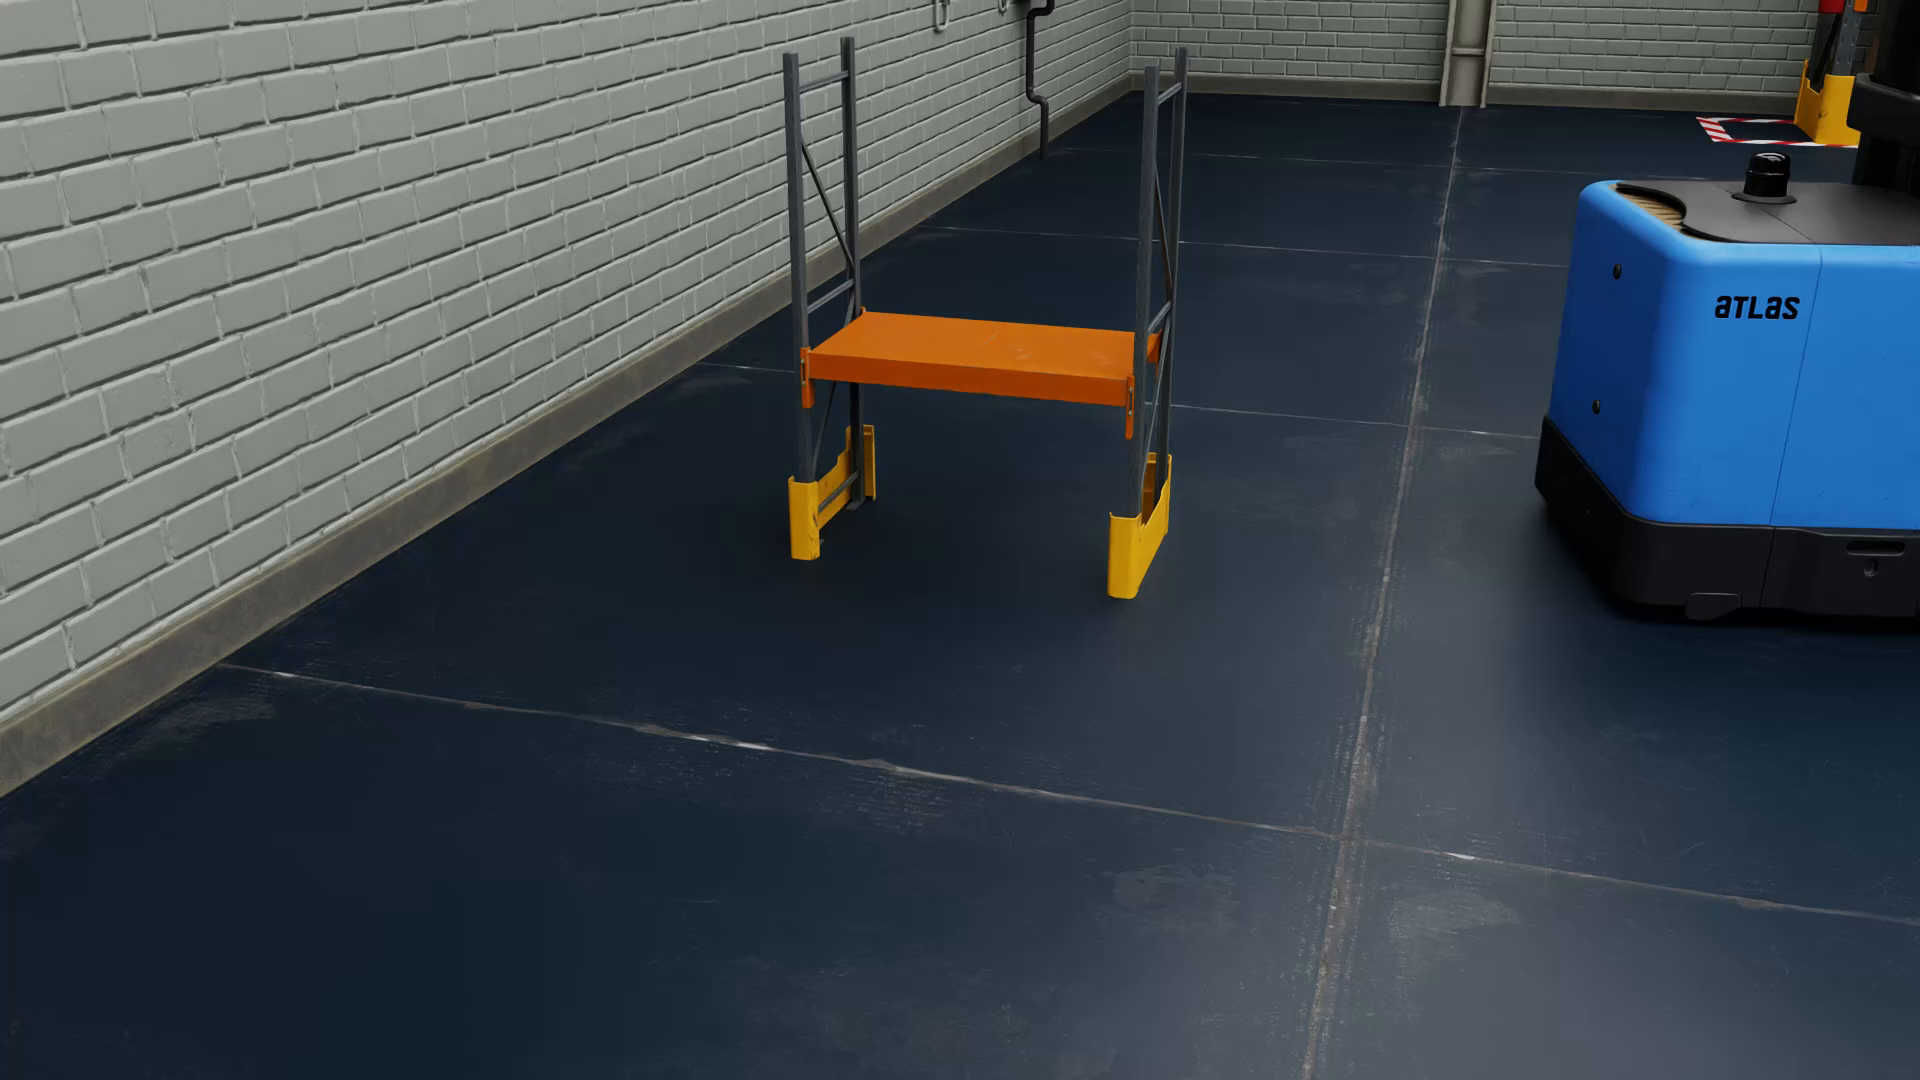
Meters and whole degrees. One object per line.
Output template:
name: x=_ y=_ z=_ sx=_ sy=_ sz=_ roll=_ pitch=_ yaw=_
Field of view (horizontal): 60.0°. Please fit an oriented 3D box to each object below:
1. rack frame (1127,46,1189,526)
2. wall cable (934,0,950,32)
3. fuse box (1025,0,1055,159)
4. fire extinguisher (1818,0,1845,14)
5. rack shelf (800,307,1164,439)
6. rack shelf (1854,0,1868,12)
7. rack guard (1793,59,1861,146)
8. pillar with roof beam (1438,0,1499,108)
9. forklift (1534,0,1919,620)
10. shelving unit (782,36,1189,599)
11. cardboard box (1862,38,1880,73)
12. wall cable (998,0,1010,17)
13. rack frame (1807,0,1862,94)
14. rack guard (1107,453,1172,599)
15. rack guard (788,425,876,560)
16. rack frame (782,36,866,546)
rack frame: x=0.568 y=-0.629 z=4.827 sx=0.032 sy=1.500 sz=0.500 roll=7 pitch=23 yaw=16
wall cable: x=-0.110 y=-3.872 z=9.376 sx=0.123 sy=1.953 sz=0.585 roll=7 pitch=23 yaw=16
fuse box: x=0.637 y=-3.538 z=11.641 sx=0.414 sy=1.711 sz=0.539 roll=7 pitch=23 yaw=16
fire extinguisher: x=6.451 y=-4.221 z=12.202 sx=0.183 sy=0.674 sz=0.296 roll=7 pitch=23 yaw=16
rack shelf: x=0.082 y=-0.518 z=5.031 sx=1.000 sy=0.185 sz=0.538 roll=7 pitch=23 yaw=16
rack shelf: x=8.640 y=-4.029 z=12.089 sx=4.000 sy=0.370 sz=1.077 roll=7 pitch=23 yaw=16
rack guard: x=6.798 y=-3.417 z=12.941 sx=0.348 sy=0.500 sz=1.175 roll=7 pitch=23 yaw=16
pillar with roof beam: x=3.161 y=-6.416 z=9.054 sx=0.400 sy=9.000 sz=9.100 roll=7 pitch=23 yaw=16
forklift: x=3.389 y=-1.269 z=4.501 sx=3.031 sy=2.935 sz=1.130 roll=2 pitch=22 yaw=4
shelving unit: x=0.073 y=-0.686 z=4.965 sx=1.083 sy=1.500 sz=0.587 roll=7 pitch=23 yaw=16
cardboard box: x=7.284 y=-3.519 z=12.633 sx=0.637 sy=0.503 sz=0.797 roll=6 pitch=23 yaw=13
wall cable: x=0.289 y=-4.374 z=10.642 sx=0.122 sy=1.984 sz=0.588 roll=7 pitch=23 yaw=16
rack frame: x=6.725 y=-4.581 z=12.487 sx=0.127 sy=3.000 sz=1.000 roll=7 pitch=23 yaw=16
rack guard: x=0.550 y=-0.053 z=5.069 sx=0.087 sy=0.250 sz=0.587 roll=7 pitch=23 yaw=16
rack guard: x=-0.404 y=-0.162 z=5.335 sx=0.087 sy=0.250 sz=0.587 roll=7 pitch=23 yaw=16
rack frame: x=-0.405 y=-0.740 z=5.098 sx=0.032 sy=1.500 sz=0.500 roll=7 pitch=23 yaw=16
